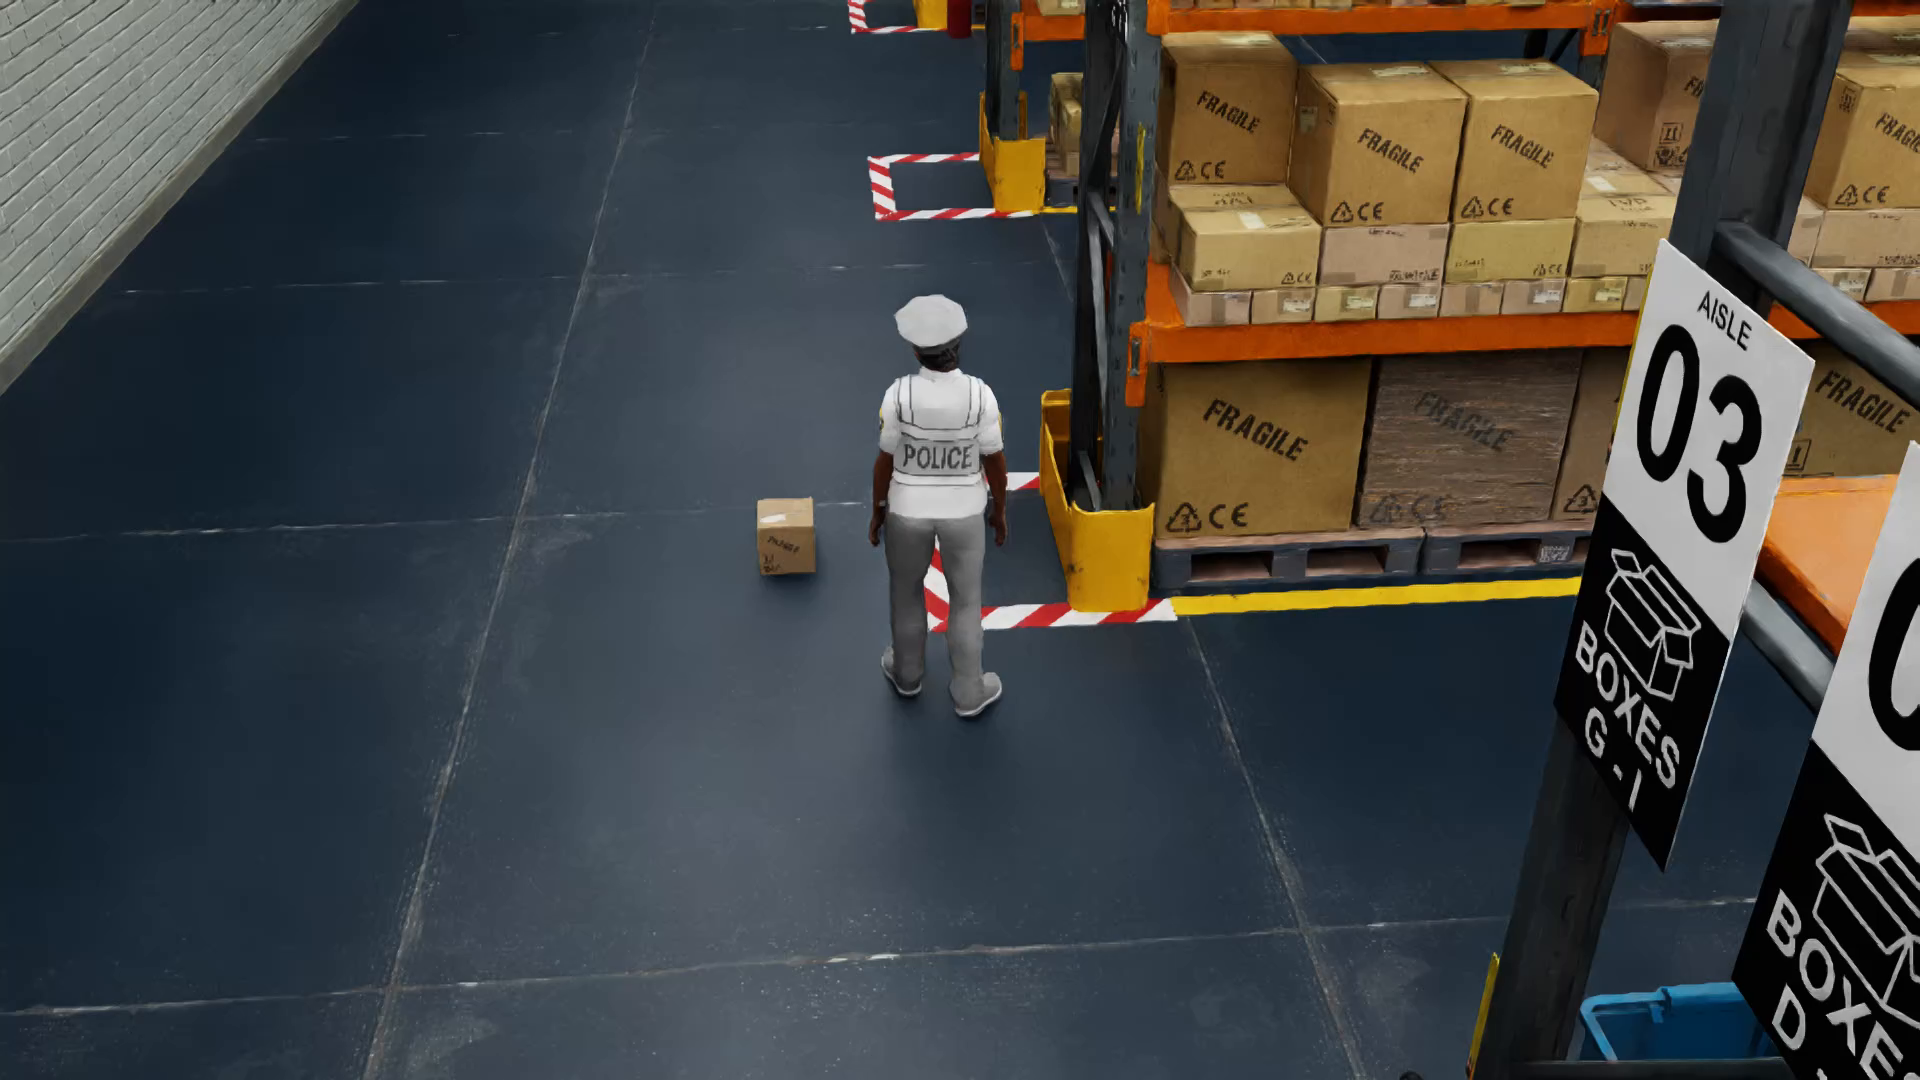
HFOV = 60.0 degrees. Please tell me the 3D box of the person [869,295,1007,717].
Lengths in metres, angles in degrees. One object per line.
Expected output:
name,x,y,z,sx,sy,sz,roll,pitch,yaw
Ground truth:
person,-0.084,-0.116,6.275,0.524,1.679,0.441,-1,31,-2
